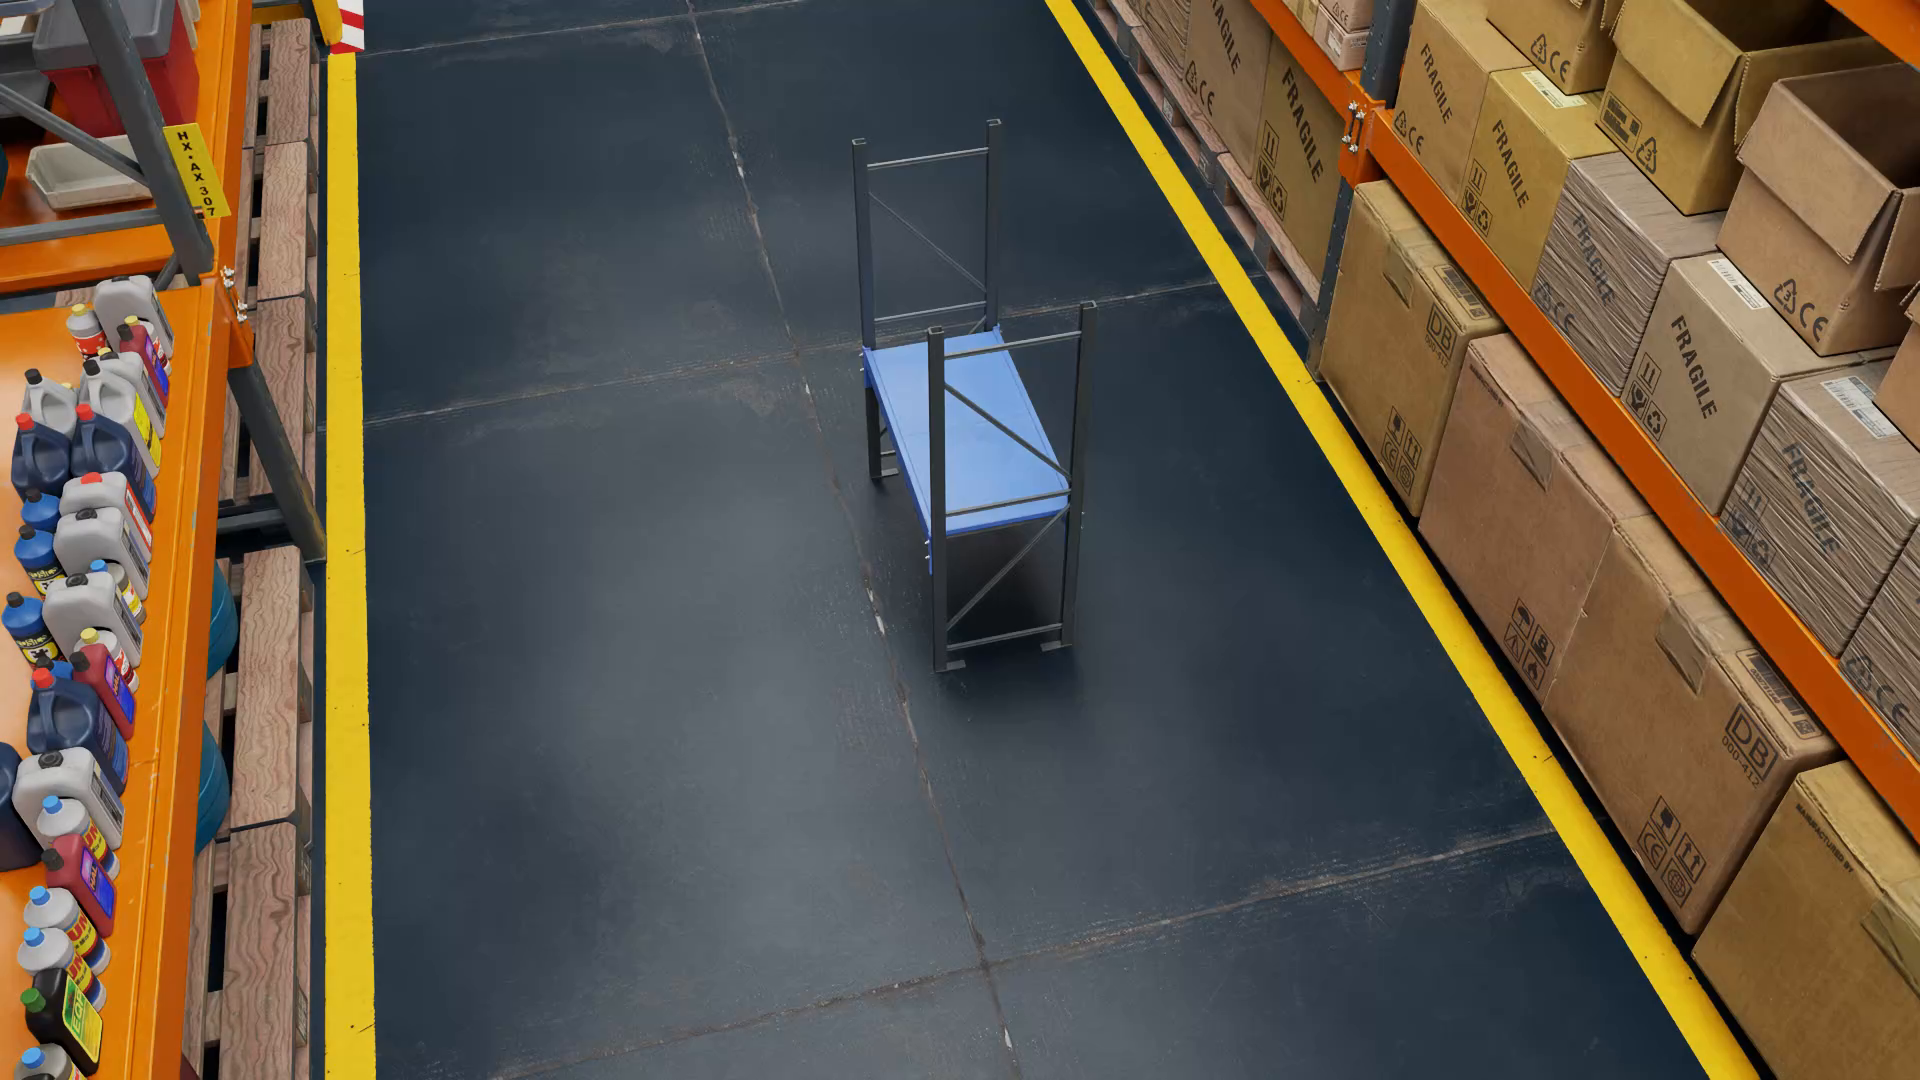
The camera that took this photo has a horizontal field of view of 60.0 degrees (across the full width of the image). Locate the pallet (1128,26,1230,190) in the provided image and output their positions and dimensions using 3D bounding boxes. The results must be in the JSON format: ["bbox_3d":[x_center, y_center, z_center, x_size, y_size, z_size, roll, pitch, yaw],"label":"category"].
[{"bbox_3d":[1.506,-2.233,8.290,1.003,0.211,1.213,-11,47,-10],"label":"pallet"}]

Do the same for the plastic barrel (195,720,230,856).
[{"bbox_3d":[-2.543,0.535,4.801,0.600,0.901,0.708,-11,47,-10],"label":"plastic barrel"}]

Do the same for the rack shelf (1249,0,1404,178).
[{"bbox_3d":[1.429,-2.955,7.549,1.077,0.370,4.000,-11,47,-10],"label":"rack shelf"}]

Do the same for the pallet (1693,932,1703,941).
[{"bbox_3d":[2.836,1.354,4.775,1.003,0.211,1.213,-11,47,-10],"label":"pallet"}]

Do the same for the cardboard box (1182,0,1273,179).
[{"bbox_3d":[1.619,-2.321,7.618,0.875,0.875,0.875,-11,47,-10],"label":"cardboard box"}]

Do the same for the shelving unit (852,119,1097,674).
[{"bbox_3d":[0.022,-0.466,5.657,0.538,1.500,1.048,-11,47,-10],"label":"shelving unit"}]

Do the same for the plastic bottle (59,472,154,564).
[{"bbox_3d":[-2.211,-0.063,4.299,0.152,0.276,0.135,-11,47,-10],"label":"plastic bottle"}]

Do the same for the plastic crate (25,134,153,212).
[{"bbox_3d":[-2.828,-1.196,5.465,0.396,0.136,0.243,-11,47,-10],"label":"plastic crate"}]

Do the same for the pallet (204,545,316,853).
[{"bbox_3d":[-2.690,0.596,5.518,1.003,0.211,1.213,-11,47,-10],"label":"pallet"}]

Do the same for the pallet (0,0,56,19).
[{"bbox_3d":[-2.552,-1.381,3.535,1.213,0.211,1.003,-11,47,-10],"label":"pallet"}]

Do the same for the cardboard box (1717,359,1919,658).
[{"bbox_3d":[2.341,-0.098,4.175,0.500,0.500,0.500,-12,47,-12],"label":"cardboard box"}]

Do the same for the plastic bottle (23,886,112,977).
[{"bbox_3d":[-1.861,0.806,3.450,0.097,0.271,0.097,0,46,0],"label":"plastic bottle"}]

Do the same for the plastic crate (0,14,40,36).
[{"bbox_3d":[-3.584,-1.996,6.249,0.293,0.136,0.466,-11,47,-10],"label":"plastic crate"}]

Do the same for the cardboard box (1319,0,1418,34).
[{"bbox_3d":[1.574,-2.134,6.138,0.500,0.250,0.500,-12,47,-11],"label":"cardboard box"}]

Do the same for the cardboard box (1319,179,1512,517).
[{"bbox_3d":[2.124,-0.791,6.118,1.225,0.875,0.875,-11,47,-10],"label":"cardboard box"}]

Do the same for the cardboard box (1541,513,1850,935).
[{"bbox_3d":[2.587,0.436,4.917,1.225,0.875,0.875,-11,47,-10],"label":"cardboard box"}]

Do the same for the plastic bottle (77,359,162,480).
[{"bbox_3d":[-2.296,-0.328,4.506,0.144,0.351,0.185,-11,47,-10],"label":"plastic bottle"}]

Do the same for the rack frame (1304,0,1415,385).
[{"bbox_3d":[1.941,-1.826,5.939,1.000,3.000,0.127,-11,47,-10],"label":"rack frame"}]

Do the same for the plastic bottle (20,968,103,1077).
[{"bbox_3d":[-1.789,0.945,3.305,0.061,0.283,0.133,-11,47,-10],"label":"plastic bottle"}]

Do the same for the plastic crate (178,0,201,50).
[{"bbox_3d":[-3.060,-1.988,6.139,0.437,0.282,0.530,-11,47,-10],"label":"plastic crate"}]

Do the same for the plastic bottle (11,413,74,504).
[{"bbox_3d":[-2.388,-0.174,4.355,0.144,0.351,0.185,-11,47,-10],"label":"plastic bottle"}]

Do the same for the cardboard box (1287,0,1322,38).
[{"bbox_3d":[1.480,-2.066,6.351,0.380,0.149,0.250,-10,46,-10],"label":"cardboard box"}]

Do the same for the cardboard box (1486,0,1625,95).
[{"bbox_3d":[2.112,-1.772,5.114,0.797,0.503,0.637,-12,47,-11],"label":"cardboard box"}]

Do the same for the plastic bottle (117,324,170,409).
[{"bbox_3d":[-2.330,-0.515,4.736,0.061,0.283,0.133,-11,47,-10],"label":"plastic bottle"}]

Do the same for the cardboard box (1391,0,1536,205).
[{"bbox_3d":[1.817,-1.497,5.547,0.500,0.500,0.500,-11,47,-10],"label":"cardboard box"}]

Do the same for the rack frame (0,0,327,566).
[{"bbox_3d":[-2.847,-0.920,5.051,1.000,3.000,0.127,-11,47,-10],"label":"rack frame"}]

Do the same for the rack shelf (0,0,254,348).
[{"bbox_3d":[-3.359,-2.049,6.662,1.077,0.370,4.000,-11,47,-10],"label":"rack shelf"}]

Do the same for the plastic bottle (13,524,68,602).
[{"bbox_3d":[-2.293,0.067,4.174,0.097,0.271,0.097,0,46,0],"label":"plastic bottle"}]

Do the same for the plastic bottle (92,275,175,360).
[{"bbox_3d":[-2.434,-0.664,4.887,0.152,0.276,0.135,-11,47,-10],"label":"plastic bottle"}]

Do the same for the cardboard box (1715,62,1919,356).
[{"bbox_3d":[2.451,-0.870,4.230,0.797,0.503,0.637,-9,46,-9],"label":"cardboard box"}]

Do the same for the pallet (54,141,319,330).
[{"bbox_3d":[-3.389,-1.289,7.365,1.003,0.211,1.213,-11,47,-10],"label":"pallet"}]

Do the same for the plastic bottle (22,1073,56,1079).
[{"bbox_3d":[-1.730,1.104,3.149,0.061,0.283,0.133,-11,47,-10],"label":"plastic bottle"}]

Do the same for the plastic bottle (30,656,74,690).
[{"bbox_3d":[-2.086,0.370,3.878,0.097,0.271,0.097,0,46,0],"label":"plastic bottle"}]

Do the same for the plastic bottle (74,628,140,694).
[{"bbox_3d":[-2.061,0.291,4.004,0.097,0.201,0.097,0,46,0],"label":"plastic bottle"}]

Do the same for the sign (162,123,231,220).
[{"bbox_3d":[-2.315,-1.116,5.050,0.100,0.325,0.005,-11,47,-10],"label":"sign"}]

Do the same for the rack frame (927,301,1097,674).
[{"bbox_3d":[0.152,-0.115,5.313,0.500,1.500,0.032,-11,47,-10],"label":"rack frame"}]

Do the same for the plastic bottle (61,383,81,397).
[{"bbox_3d":[-2.456,-0.350,4.632,0.097,0.201,0.097,0,46,0],"label":"plastic bottle"}]

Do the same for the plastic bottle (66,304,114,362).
[{"bbox_3d":[-2.550,-0.602,4.879,0.097,0.201,0.097,0,46,0],"label":"plastic bottle"}]

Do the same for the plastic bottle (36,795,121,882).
[{"bbox_3d":[-1.920,0.646,3.606,0.097,0.271,0.097,0,46,0],"label":"plastic bottle"}]

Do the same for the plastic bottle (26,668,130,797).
[{"bbox_3d":[-2.014,0.432,3.760,0.144,0.351,0.185,-11,47,-10],"label":"plastic bottle"}]

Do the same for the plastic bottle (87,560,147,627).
[{"bbox_3d":[-2.121,0.131,4.161,0.097,0.201,0.097,0,46,0],"label":"plastic bottle"}]

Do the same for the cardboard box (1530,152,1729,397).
[{"bbox_3d":[2.074,-0.805,4.869,0.500,0.500,0.500,-12,47,-11],"label":"cardboard box"}]
